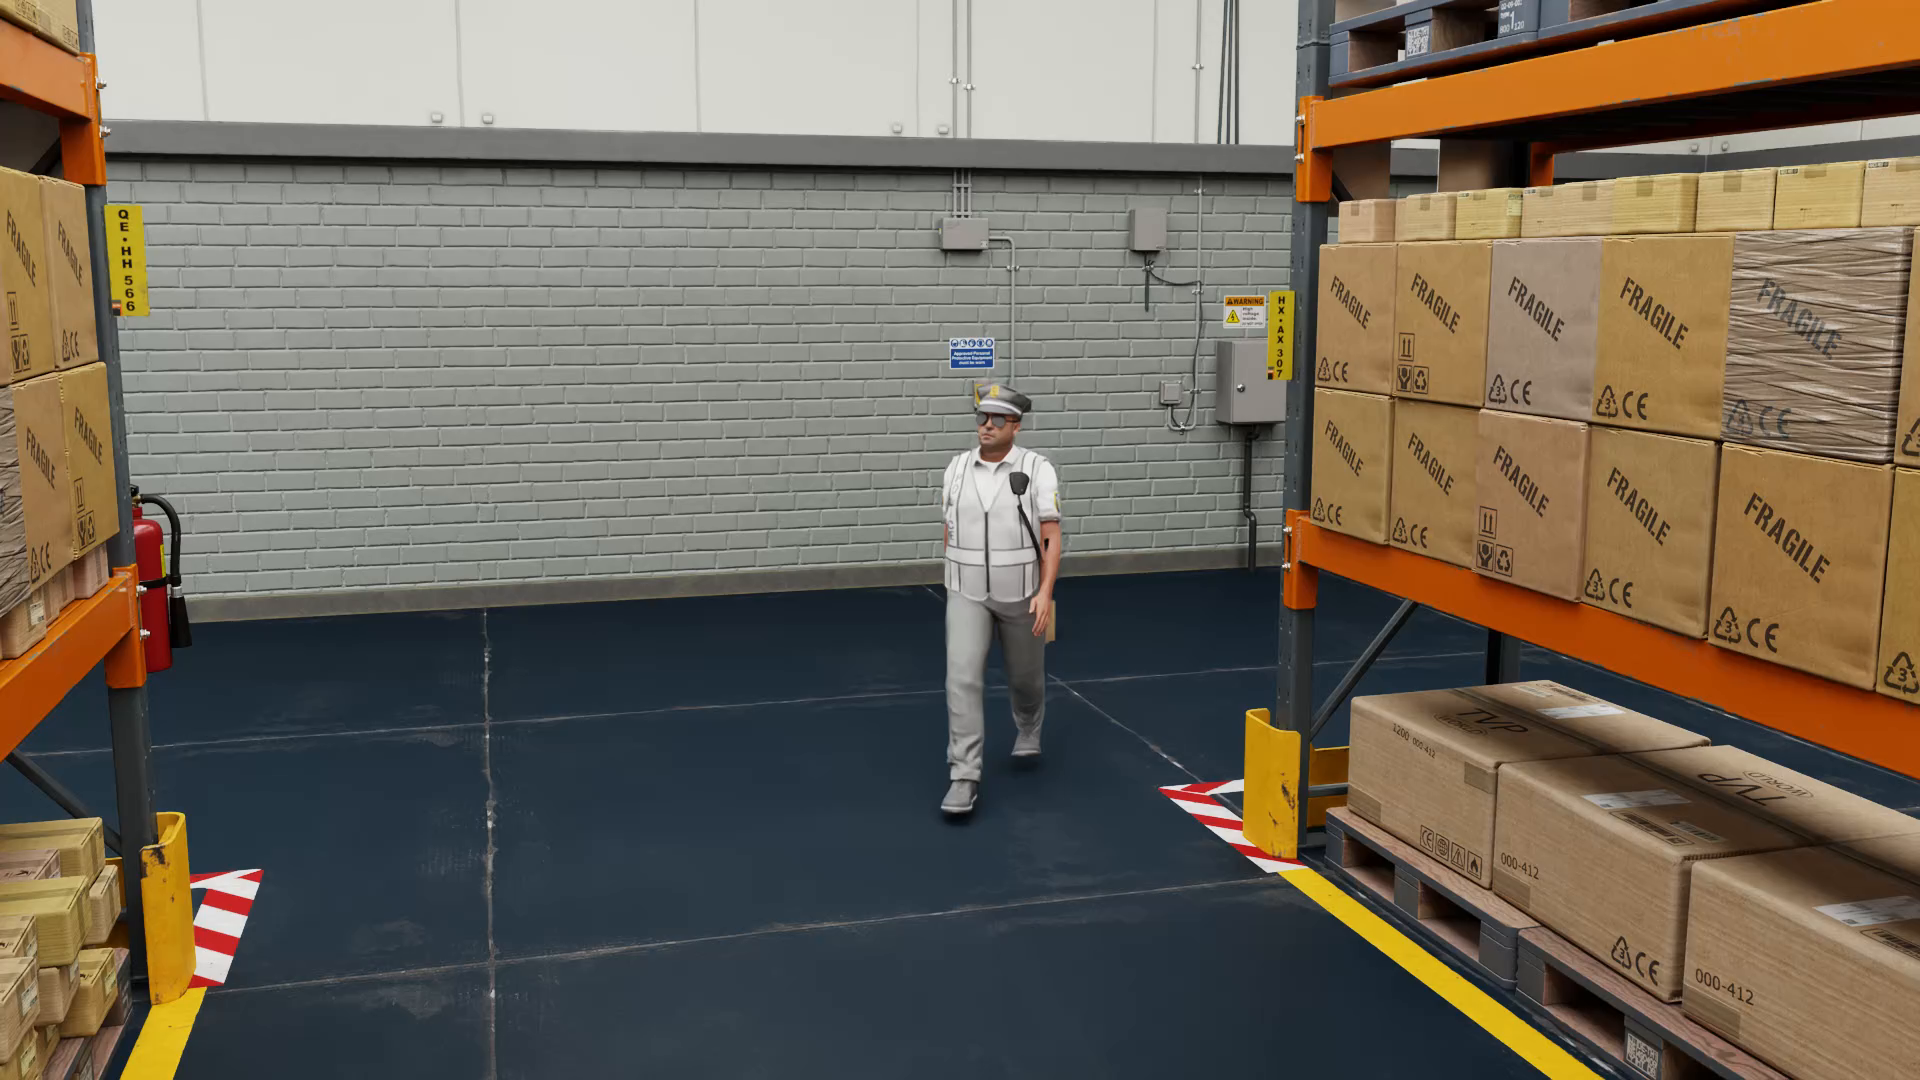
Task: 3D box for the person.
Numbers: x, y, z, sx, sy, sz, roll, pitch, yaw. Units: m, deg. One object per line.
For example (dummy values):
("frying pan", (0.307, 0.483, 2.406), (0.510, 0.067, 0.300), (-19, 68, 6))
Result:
("person", (0.164, 0.204, 7.015), (0.529, 1.723, 1.016), (2, 9, 10))
